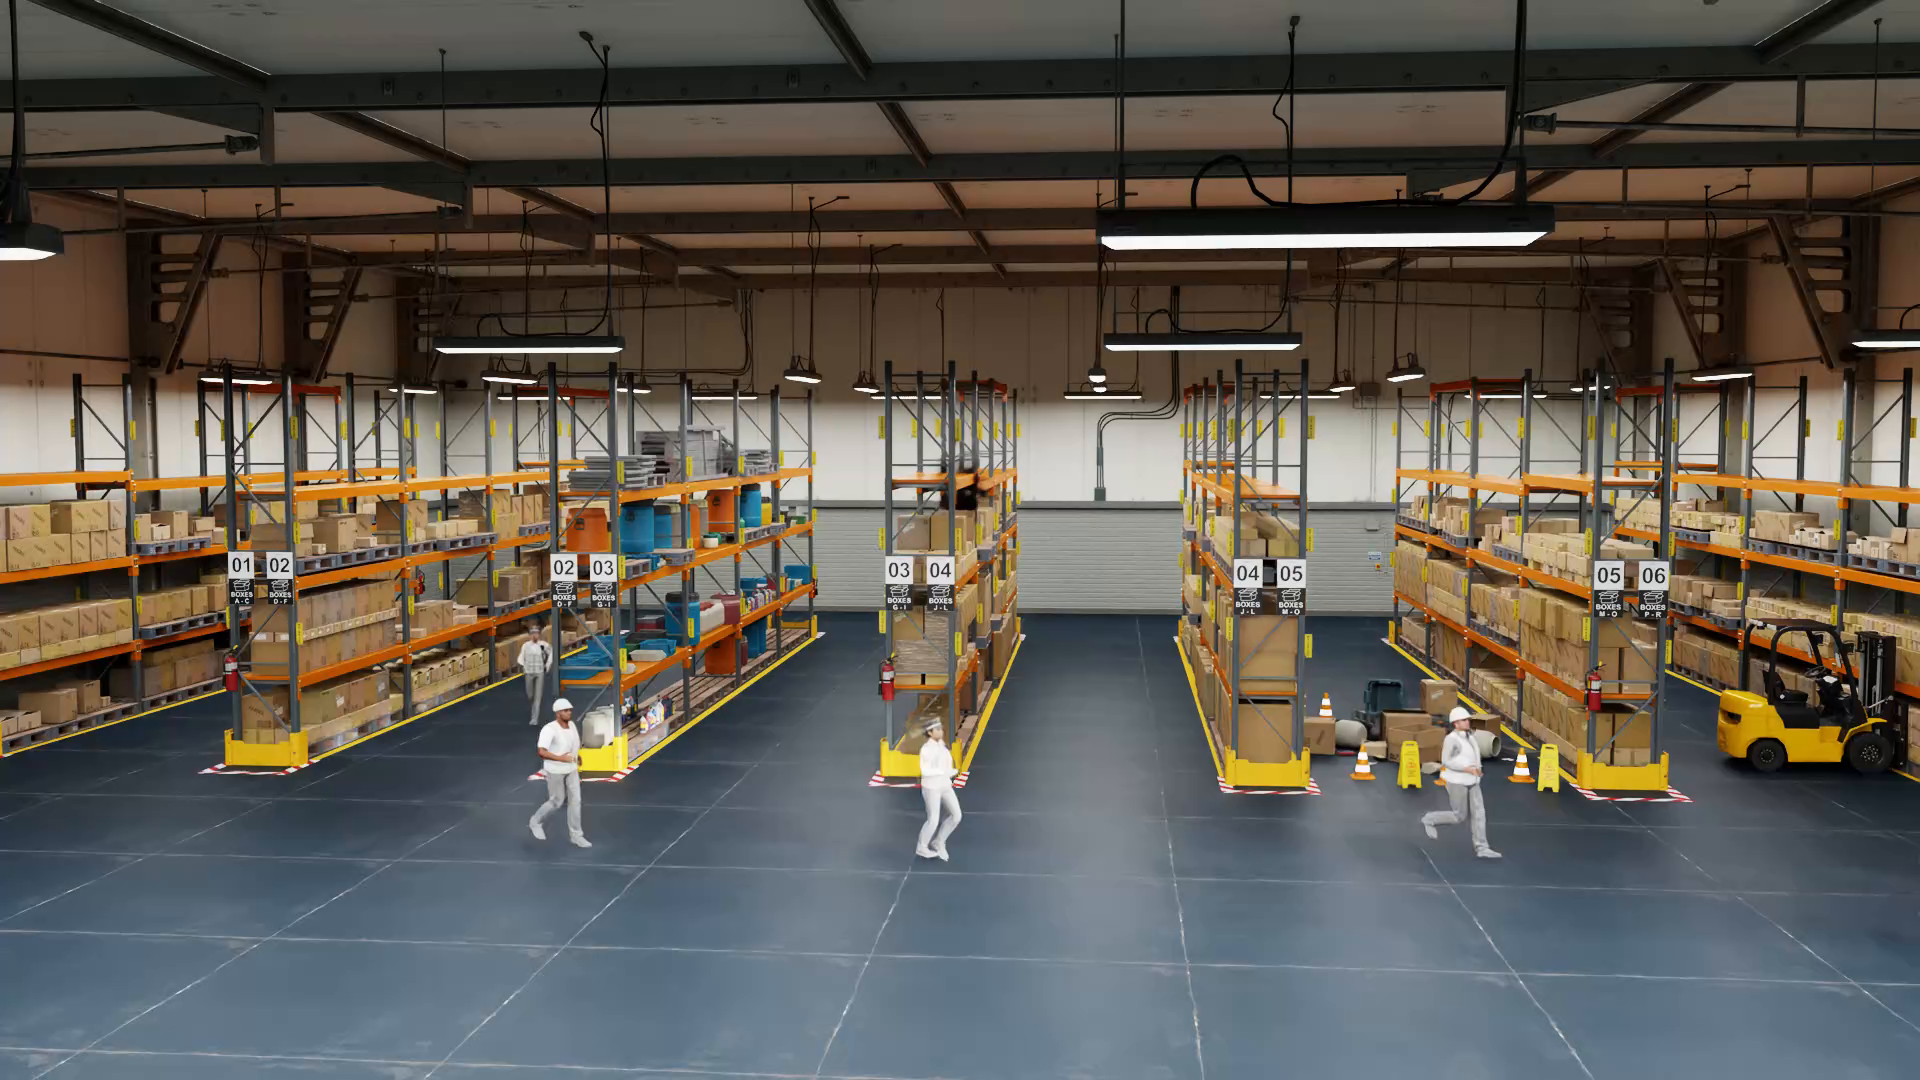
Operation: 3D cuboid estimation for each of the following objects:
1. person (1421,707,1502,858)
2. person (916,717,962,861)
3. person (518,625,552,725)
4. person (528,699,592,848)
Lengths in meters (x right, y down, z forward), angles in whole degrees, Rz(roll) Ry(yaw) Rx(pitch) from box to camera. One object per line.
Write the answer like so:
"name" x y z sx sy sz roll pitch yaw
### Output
"person" 5.940 2.842 19.582 0.677 1.743 0.984 -3 5 -41
"person" -0.237 2.898 19.293 0.629 1.700 0.570 3 5 35
"person" -7.249 2.282 28.440 0.618 1.669 0.890 0 4 -7
"person" -4.821 2.795 20.066 0.865 1.784 0.726 2 4 29
